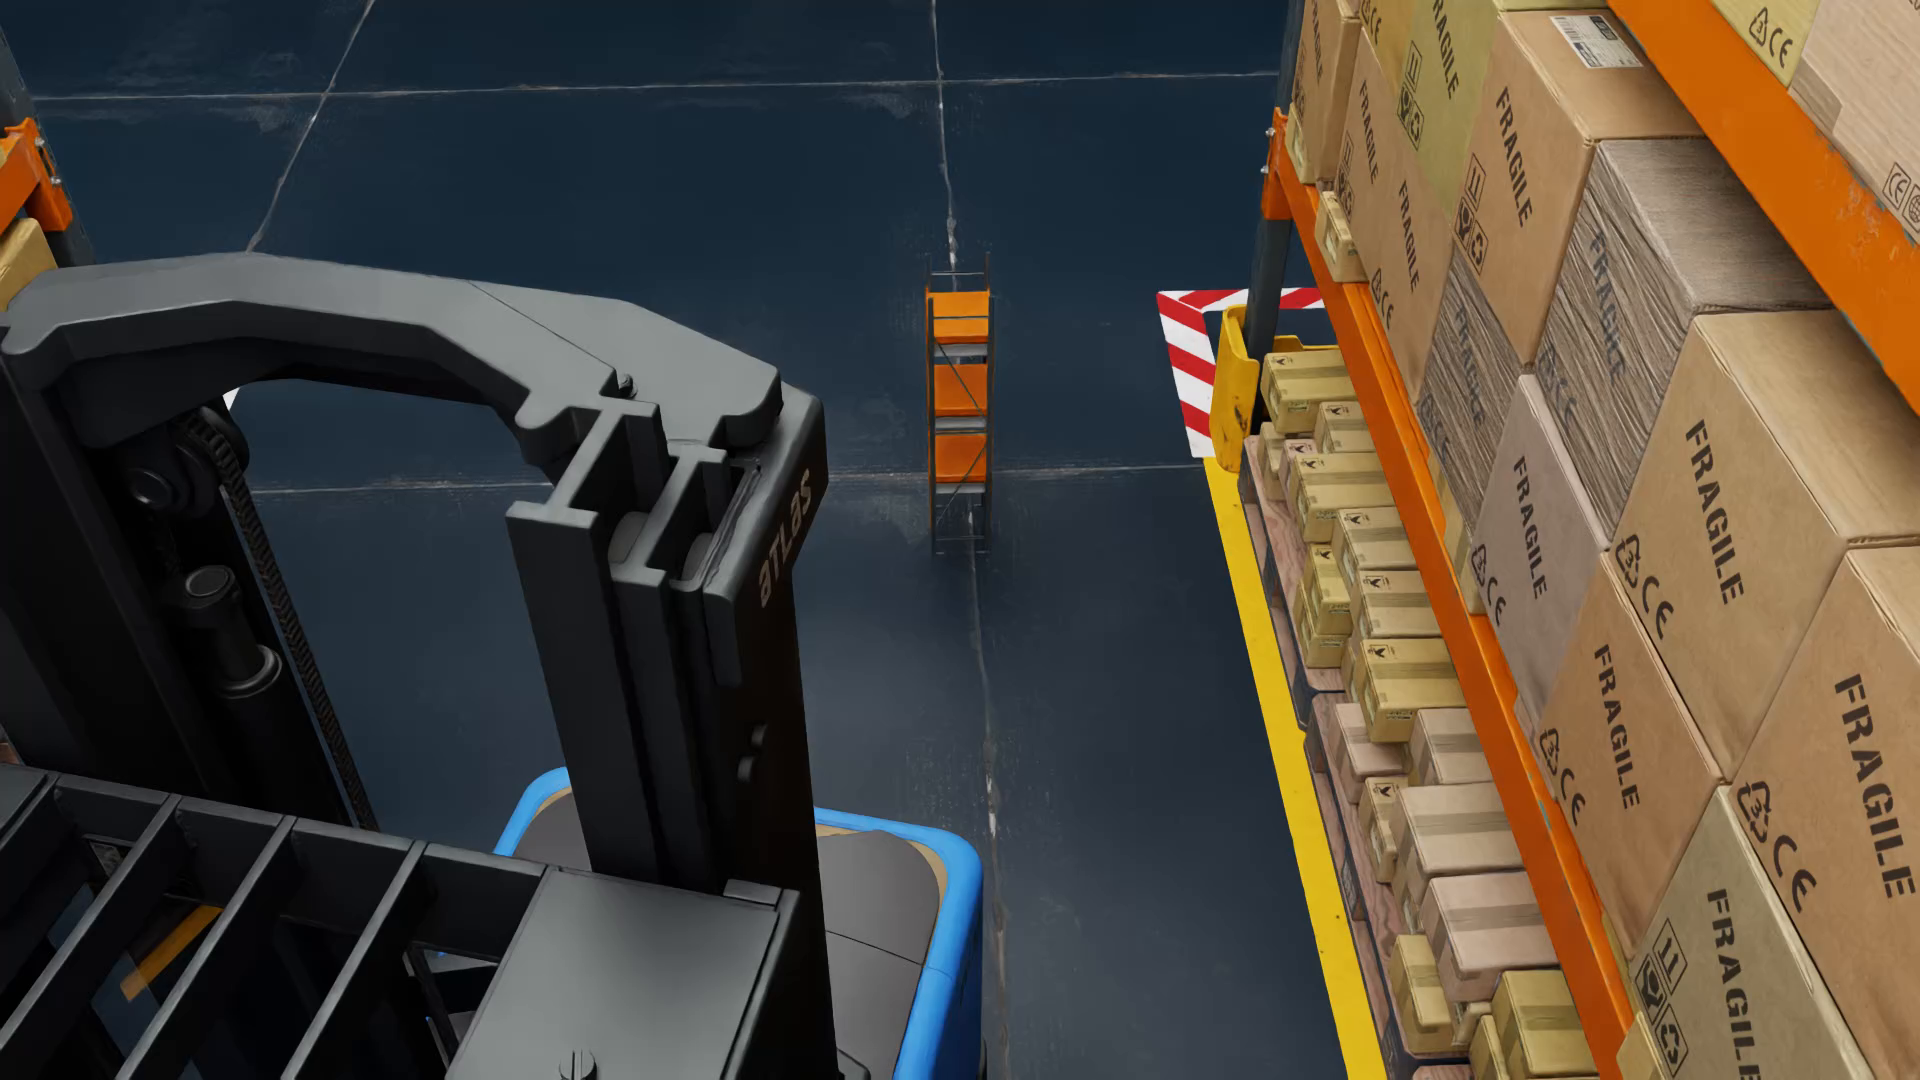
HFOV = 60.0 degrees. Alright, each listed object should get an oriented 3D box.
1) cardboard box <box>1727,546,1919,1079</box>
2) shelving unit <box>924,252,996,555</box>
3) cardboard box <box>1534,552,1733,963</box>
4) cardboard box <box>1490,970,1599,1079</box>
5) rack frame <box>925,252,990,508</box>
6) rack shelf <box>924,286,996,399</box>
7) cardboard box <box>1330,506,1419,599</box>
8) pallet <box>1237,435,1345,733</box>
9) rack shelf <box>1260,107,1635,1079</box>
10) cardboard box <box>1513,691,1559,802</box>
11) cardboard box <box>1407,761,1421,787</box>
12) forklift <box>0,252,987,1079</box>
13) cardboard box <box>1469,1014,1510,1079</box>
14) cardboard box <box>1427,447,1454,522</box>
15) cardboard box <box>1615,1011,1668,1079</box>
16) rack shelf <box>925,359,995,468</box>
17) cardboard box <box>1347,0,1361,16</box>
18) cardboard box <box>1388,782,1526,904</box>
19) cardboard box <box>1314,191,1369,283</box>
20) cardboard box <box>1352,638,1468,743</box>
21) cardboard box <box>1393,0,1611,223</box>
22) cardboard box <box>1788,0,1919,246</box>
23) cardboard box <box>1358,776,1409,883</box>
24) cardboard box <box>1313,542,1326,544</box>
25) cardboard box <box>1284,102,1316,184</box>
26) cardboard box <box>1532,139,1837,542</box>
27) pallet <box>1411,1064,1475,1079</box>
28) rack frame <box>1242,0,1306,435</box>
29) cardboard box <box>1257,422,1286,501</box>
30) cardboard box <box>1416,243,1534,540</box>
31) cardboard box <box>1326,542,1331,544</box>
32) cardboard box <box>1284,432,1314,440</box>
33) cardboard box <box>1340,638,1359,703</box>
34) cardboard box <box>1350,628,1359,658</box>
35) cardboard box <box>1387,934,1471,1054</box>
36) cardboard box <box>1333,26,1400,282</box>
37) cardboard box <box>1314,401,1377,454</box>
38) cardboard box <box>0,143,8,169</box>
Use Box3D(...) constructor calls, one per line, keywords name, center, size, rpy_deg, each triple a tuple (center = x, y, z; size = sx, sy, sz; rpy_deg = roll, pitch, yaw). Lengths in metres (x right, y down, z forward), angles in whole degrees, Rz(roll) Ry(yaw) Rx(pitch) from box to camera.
Box3D(name="cardboard box", center=(1.395, 0.347, 2.117), size=(0.500, 0.500, 0.500), rpy_deg=(-3, 43, -3))
Box3D(name="shelving unit", center=(-0.002, -0.423, 5.435), size=(0.215, 1.050, 0.252), rpy_deg=(-2, 43, -2))
Box3D(name="cardboard box", center=(1.362, 0.357, 2.847), size=(0.500, 0.500, 0.500), rpy_deg=(-3, 43, -3))
Box3D(name="cardboard box", center=(1.409, 1.100, 3.689), size=(0.380, 0.149, 0.250), rpy_deg=(0, 43, 0))
Box3D(name="rack frame", center=(-0.007, -0.506, 5.525), size=(0.200, 1.050, 0.008), rpy_deg=(-2, 43, -2))
Box3D(name="rack shelf", center=(-0.002, -0.625, 5.250), size=(0.215, 0.259, 0.240), rpy_deg=(-2, 43, -2))
Box3D(name="cardboard box", center=(1.306, 0.034, 4.852), size=(0.380, 0.149, 0.250), rpy_deg=(-4, 43, -4))
Box3D(name="pallet", center=(1.518, 0.100, 5.484), size=(1.003, 0.211, 1.213), rpy_deg=(-2, 43, -2))
Box3D(name="rack shelf", center=(1.601, 0.087, 3.967), size=(1.077, 0.370, 4.000), rpy_deg=(-2, 43, -2))
Box3D(name="cardboard box", center=(1.340, 0.369, 3.314), size=(0.380, 0.149, 0.250), rpy_deg=(-3, 43, -4))
Box3D(name="cardboard box", center=(1.399, 0.686, 4.361), size=(0.380, 0.149, 0.250), rpy_deg=(0, 43, 0))
Box3D(name="forklift", center=(-0.754, 1.235, 2.233), size=(1.130, 2.935, 3.031), rpy_deg=(8, 43, 9))
Box3D(name="cardboard box", center=(1.389, 1.220, 3.778), size=(0.380, 0.149, 0.250), rpy_deg=(-1, 43, -1))
Box3D(name="cardboard box", center=(1.319, -0.156, 3.886), size=(0.380, 0.149, 0.250), rpy_deg=(0, 43, 0))
Box3D(name="cardboard box", center=(1.320, 0.908, 2.726), size=(0.380, 0.149, 0.250), rpy_deg=(-3, 43, -3))
Box3D(name="rack shelf", center=(-0.002, -0.415, 5.442), size=(0.215, 0.259, 0.240), rpy_deg=(-2, 43, -2))
Box3D(name="cardboard box", center=(1.270, -1.733, 4.386), size=(0.500, 0.500, 0.500), rpy_deg=(-2, 43, -2))
Box3D(name="cardboard box", center=(1.282, 0.738, 4.084), size=(0.380, 0.149, 0.250), rpy_deg=(-3, 43, -3))
Box3D(name="cardboard box", center=(1.212, -0.854, 4.647), size=(0.380, 0.149, 0.250), rpy_deg=(-3, 43, -3))
Box3D(name="cardboard box", center=(1.274, 0.400, 4.453), size=(0.380, 0.149, 0.250), rpy_deg=(-1, 43, -1))
Box3D(name="cardboard box", center=(1.297, -1.040, 3.631), size=(0.500, 0.500, 0.500), rpy_deg=(-3, 43, -3))
Box3D(name="cardboard box", center=(1.385, -0.539, 2.010), size=(0.500, 0.250, 0.500), rpy_deg=(-2, 43, -2))
Box3D(name="cardboard box", center=(1.297, 0.775, 4.484), size=(0.380, 0.149, 0.250), rpy_deg=(-2, 43, -2))
Box3D(name="cardboard box", center=(1.328, 0.073, 5.250), size=(0.380, 0.149, 0.250), rpy_deg=(-1, 43, -1))
Box3D(name="cardboard box", center=(1.202, -1.208, 5.033), size=(0.380, 0.149, 0.250), rpy_deg=(-2, 43, -2))
Box3D(name="cardboard box", center=(1.361, -0.347, 2.875), size=(0.500, 0.500, 0.500), rpy_deg=(-1, 43, -1))
Box3D(name="pallet", center=(1.622, 1.748, 3.687), size=(1.003, 0.211, 1.213), rpy_deg=(-2, 43, -2))
Box3D(name="rack frame", center=(1.516, -1.528, 5.197), size=(1.000, 3.000, 0.127), rpy_deg=(-2, 43, -2))
Box3D(name="cardboard box", center=(1.218, -0.269, 5.623), size=(0.380, 0.149, 0.250), rpy_deg=(-1, 43, -1))
Box3D(name="cardboard box", center=(1.343, -0.328, 3.594), size=(0.500, 0.500, 0.500), rpy_deg=(-3, 43, -3))
Box3D(name="cardboard box", center=(1.336, -0.031, 5.143), size=(0.380, 0.149, 0.250), rpy_deg=(-1, 43, -1))
Box3D(name="cardboard box", center=(1.282, -0.381, 5.524), size=(0.380, 0.149, 0.250), rpy_deg=(0, 43, 0))
Box3D(name="cardboard box", center=(1.336, 0.418, 4.873), size=(0.380, 0.149, 0.250), rpy_deg=(-2, 43, -2))
Box3D(name="cardboard box", center=(1.344, 0.321, 4.759), size=(0.380, 0.149, 0.250), rpy_deg=(-4, 43, -4))
Box3D(name="cardboard box", center=(1.285, 1.115, 4.113), size=(0.380, 0.149, 0.250), rpy_deg=(-2, 43, -2))
Box3D(name="cardboard box", center=(1.307, -1.003, 4.330), size=(0.500, 0.500, 0.500), rpy_deg=(-2, 43, -2))
Box3D(name="cardboard box", center=(1.330, -0.305, 5.222), size=(0.380, 0.149, 0.250), rpy_deg=(-1, 43, -1))
Box3D(name="cardboard box", center=(-3.100, -1.131, 4.949), size=(0.380, 0.149, 0.250), rpy_deg=(-1, 43, -1))
